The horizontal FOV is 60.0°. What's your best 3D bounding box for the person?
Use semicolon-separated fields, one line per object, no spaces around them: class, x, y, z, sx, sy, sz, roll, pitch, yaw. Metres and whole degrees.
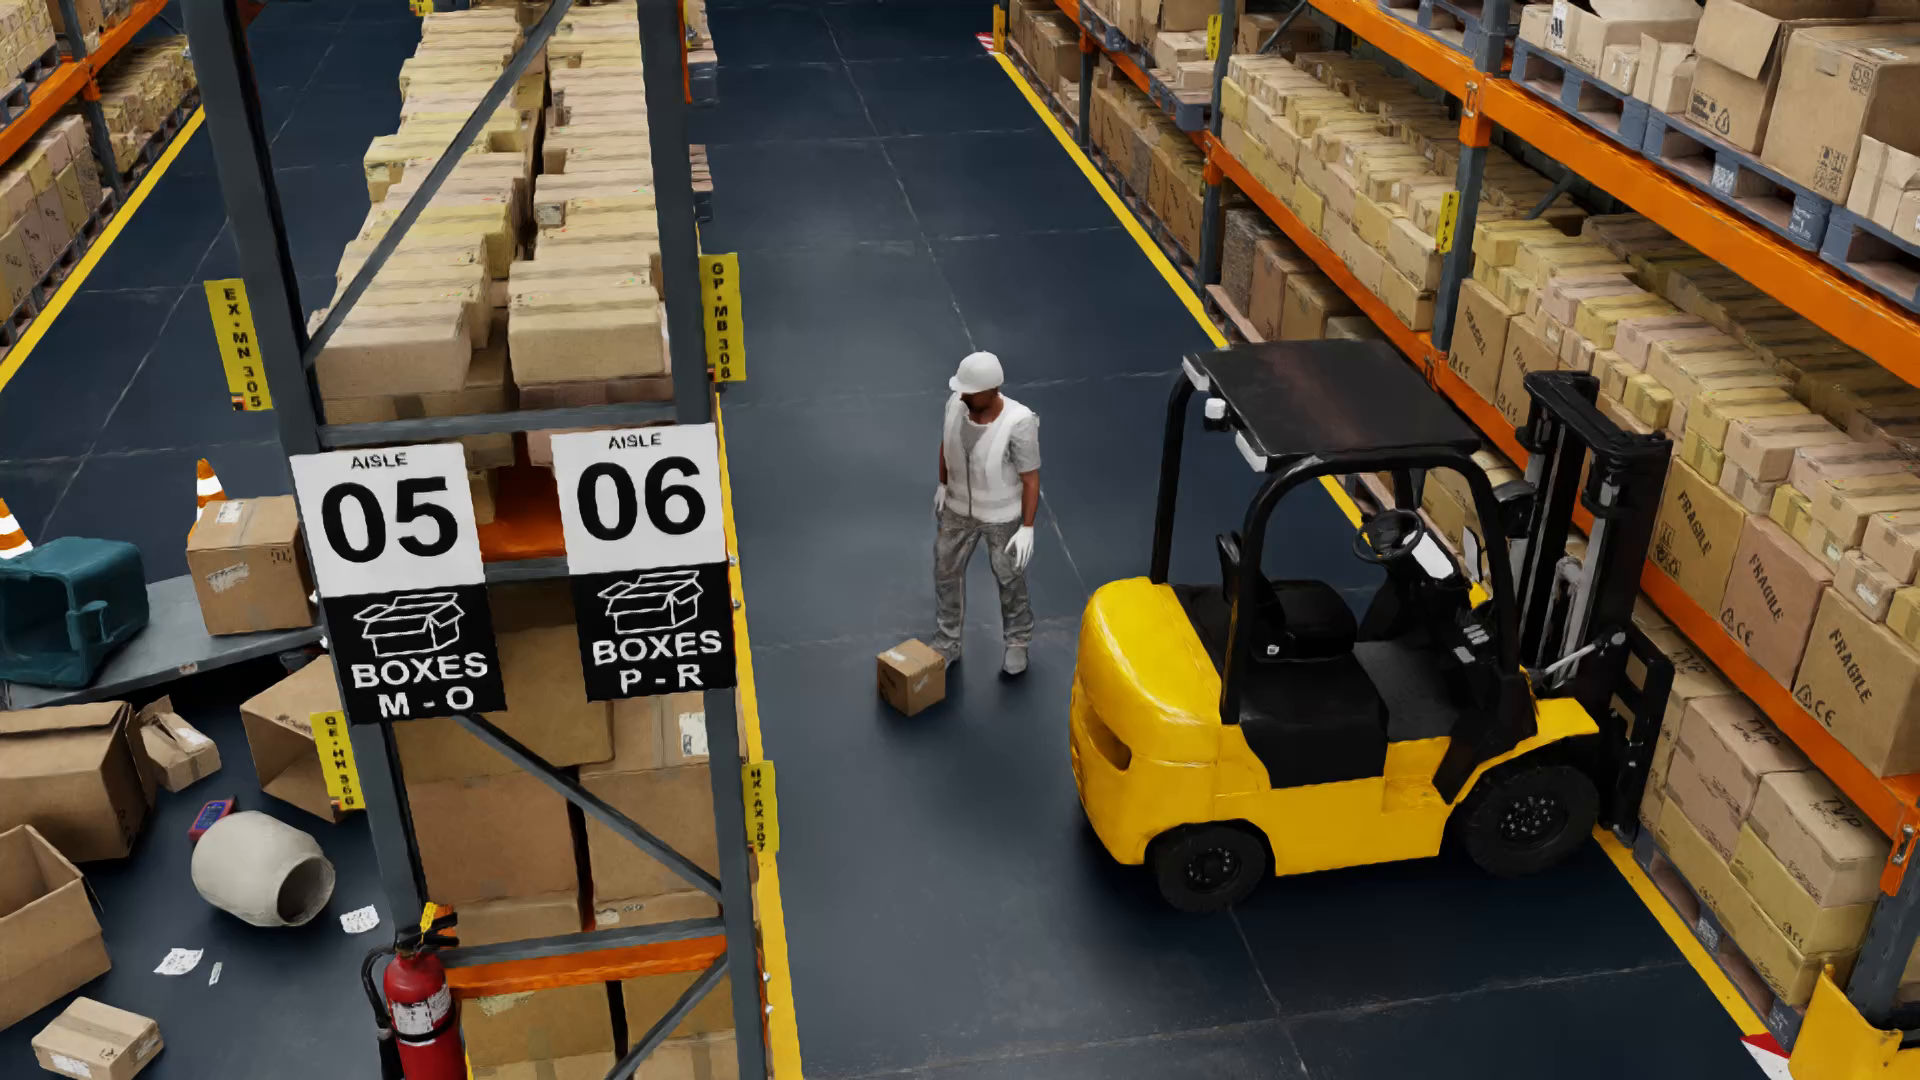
person;0.106;-0.096;8.307;0.681;1.833;0.523;17;34;26
